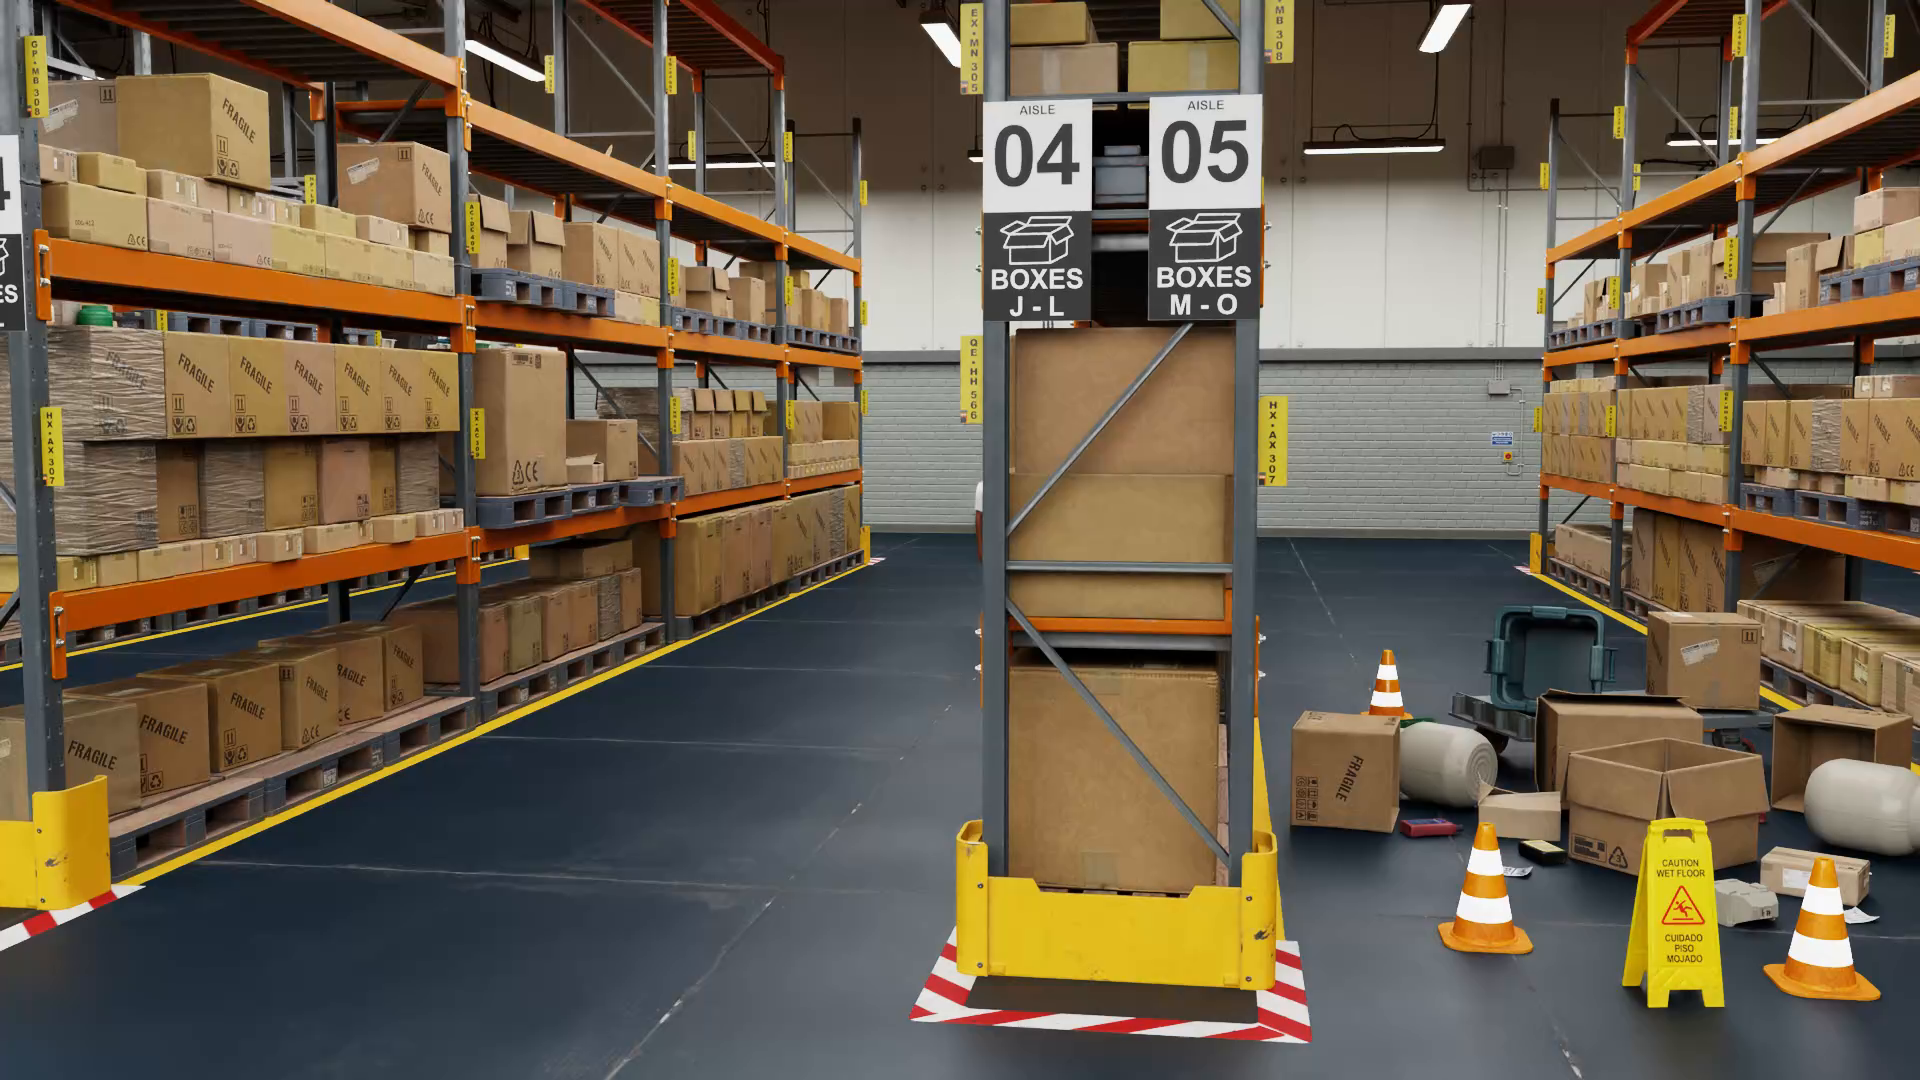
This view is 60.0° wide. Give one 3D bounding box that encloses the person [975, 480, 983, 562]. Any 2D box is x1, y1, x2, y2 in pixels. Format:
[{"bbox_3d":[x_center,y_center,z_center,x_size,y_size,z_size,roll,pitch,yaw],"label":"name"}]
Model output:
[{"bbox_3d":[0.436,0.017,15.033,0.609,1.765,0.581,0,4,0],"label":"person"}]
